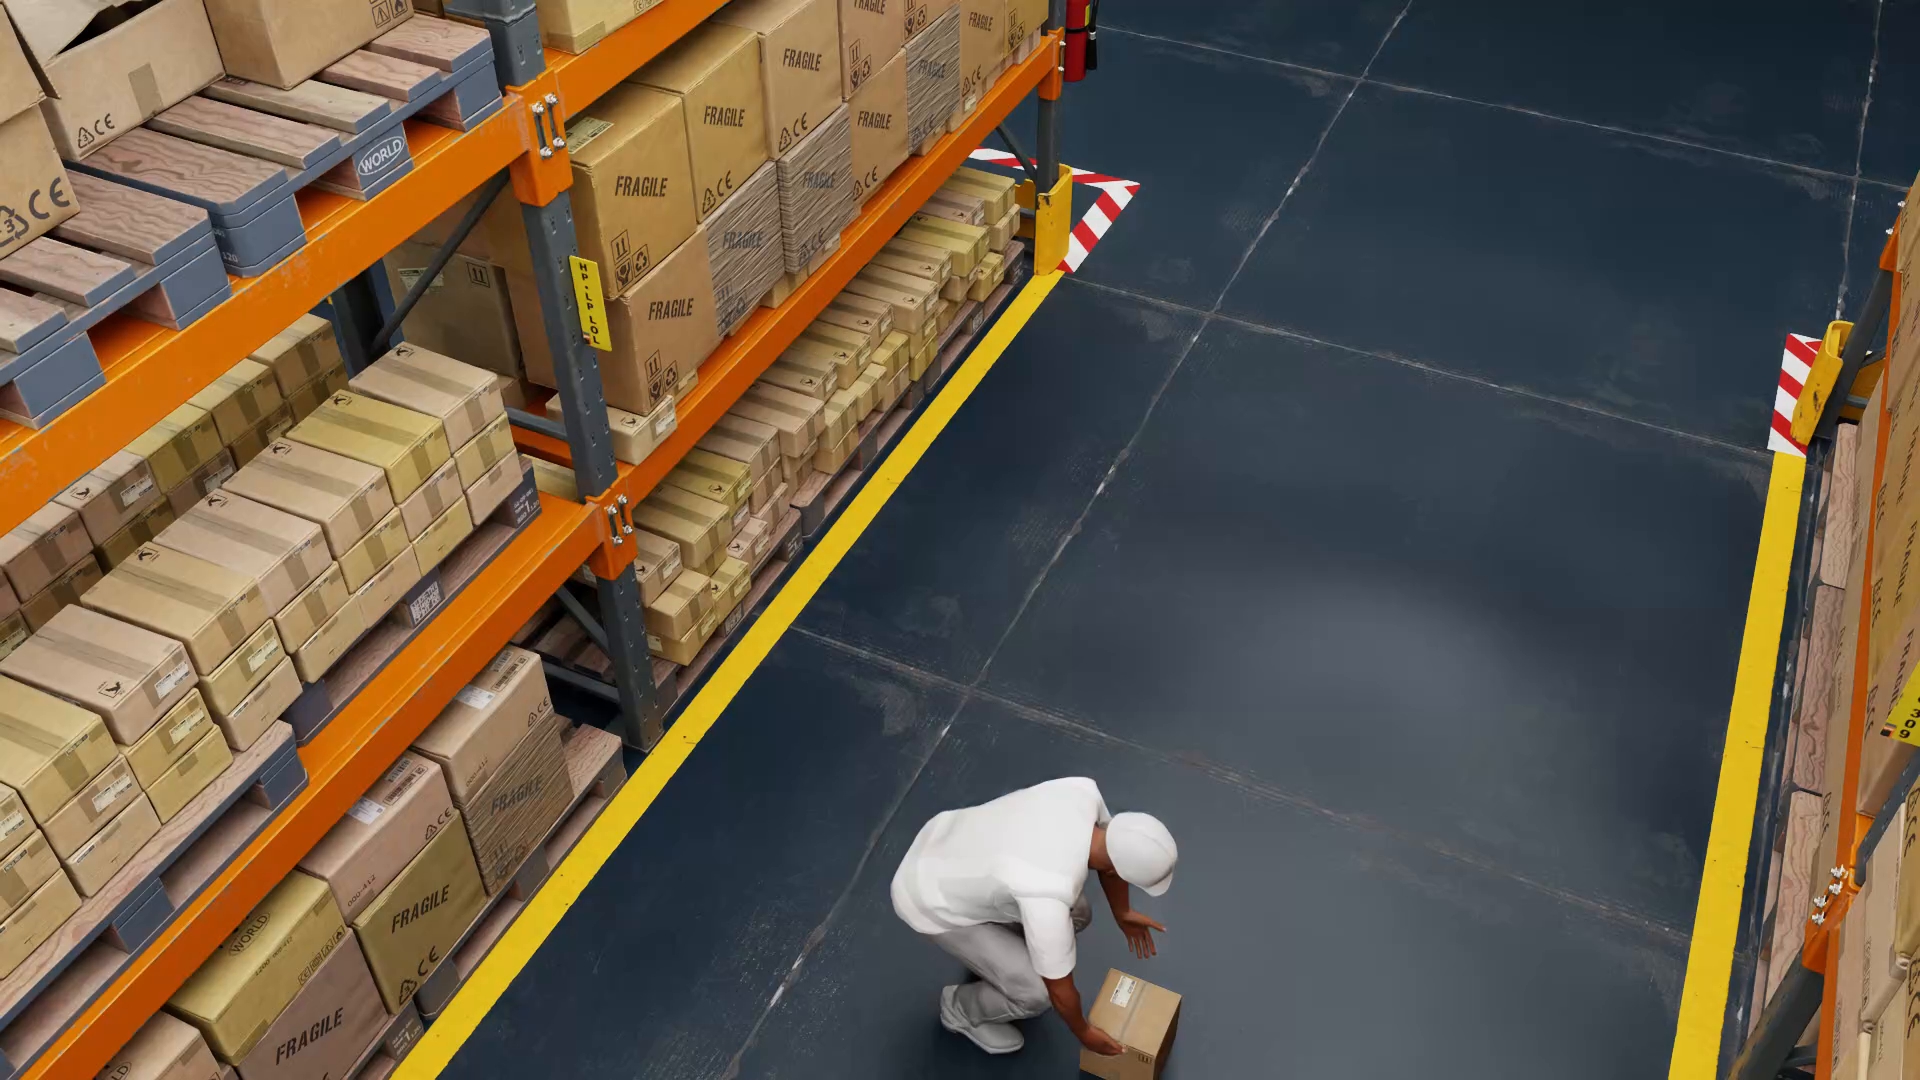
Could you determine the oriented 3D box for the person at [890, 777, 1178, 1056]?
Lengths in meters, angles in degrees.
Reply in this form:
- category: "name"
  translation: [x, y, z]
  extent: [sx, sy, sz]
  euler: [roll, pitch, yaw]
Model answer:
- category: "person"
  translation: [0.238, 1.165, 5.331]
  extent: [0.869, 1.111, 0.606]
  euler: [17, 45, 18]
